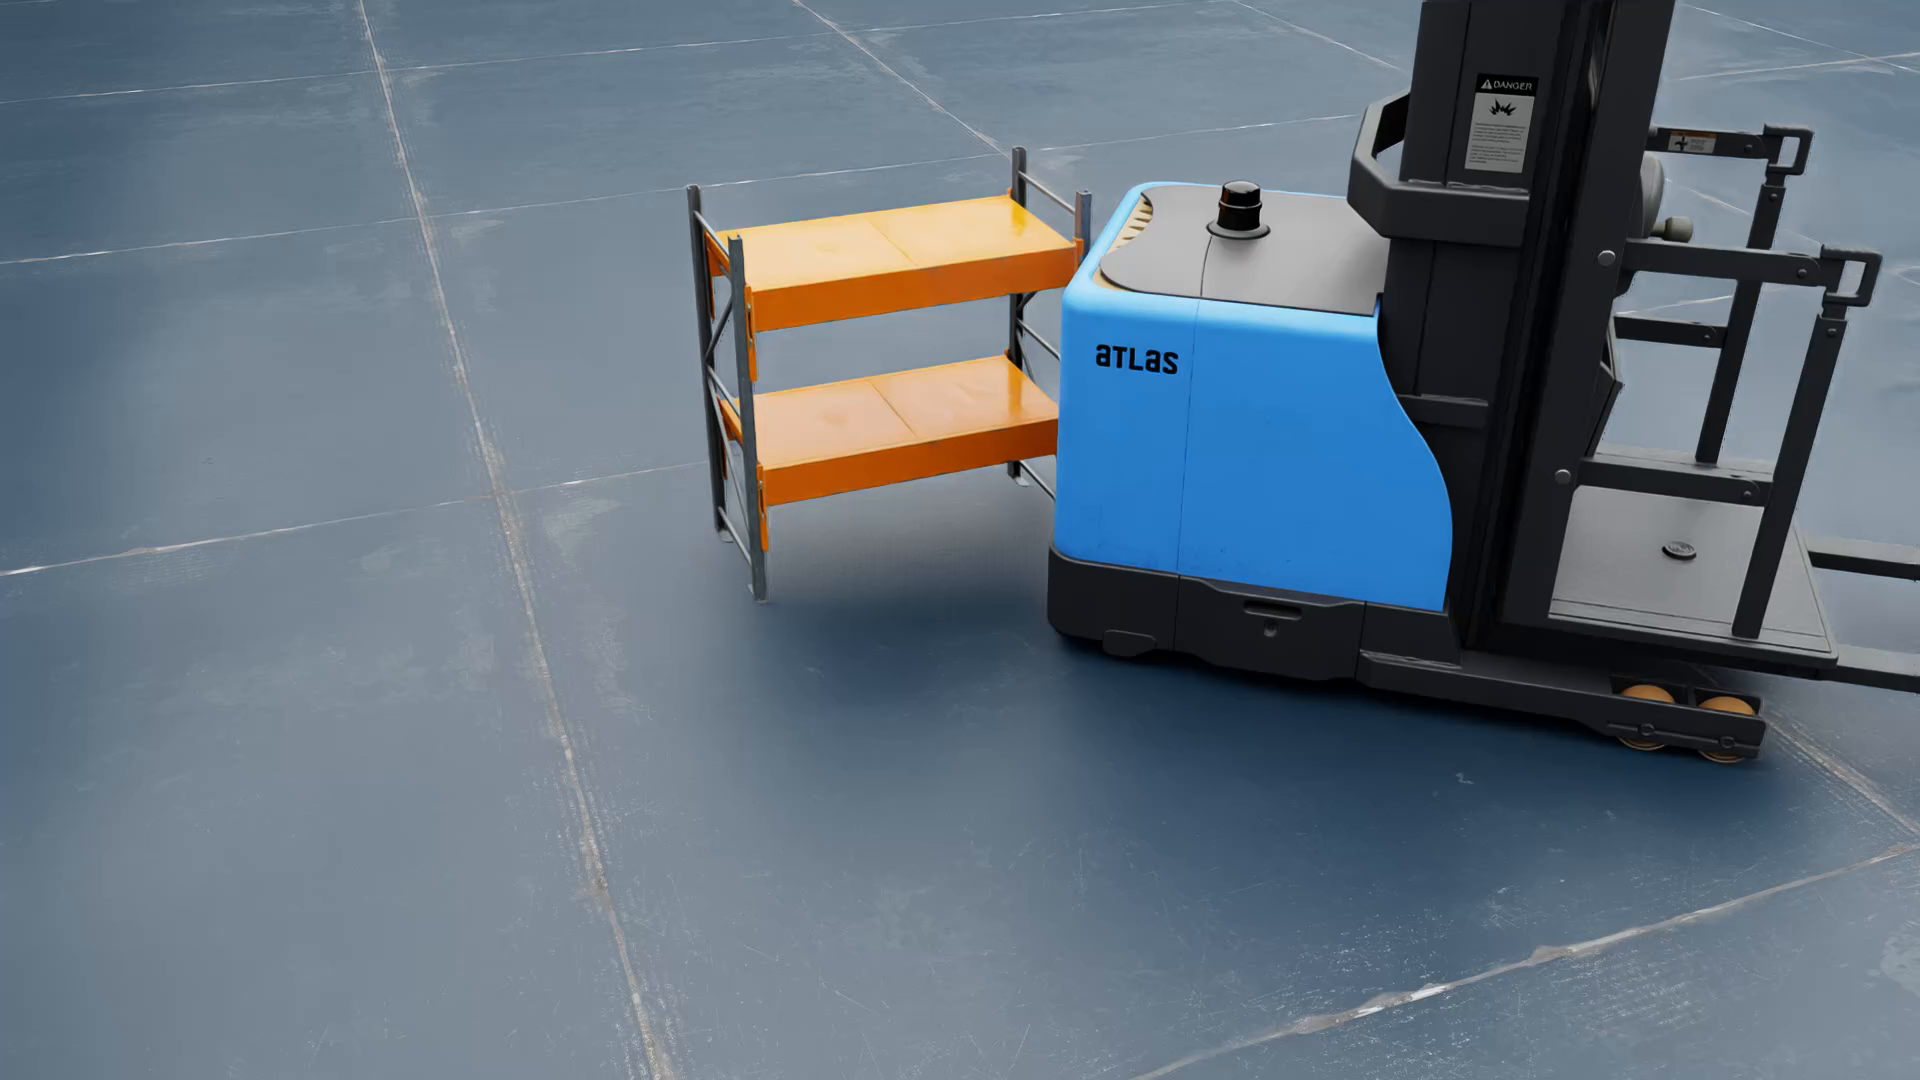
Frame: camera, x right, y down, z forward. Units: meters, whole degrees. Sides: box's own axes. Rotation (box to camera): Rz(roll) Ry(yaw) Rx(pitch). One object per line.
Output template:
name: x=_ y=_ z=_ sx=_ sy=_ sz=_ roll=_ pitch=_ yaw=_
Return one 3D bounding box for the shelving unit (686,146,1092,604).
shelving unit: x=-0.205 y=-0.510 z=5.009 sx=1.048 sy=1.125 sz=0.538 roll=-11 pitch=32 yaw=-19

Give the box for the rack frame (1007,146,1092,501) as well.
rack frame: x=0.266 y=-0.603 z=5.173 sx=0.032 sy=1.125 sz=0.500 roll=-11 pitch=32 yaw=-19

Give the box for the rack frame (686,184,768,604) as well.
rack frame: x=-0.677 y=-0.416 z=4.844 sx=0.032 sy=1.125 sz=0.500 roll=-11 pitch=32 yaw=-19

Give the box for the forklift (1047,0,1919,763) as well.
forklift: x=1.822 y=-0.997 z=4.040 sx=3.031 sy=2.935 sz=1.130 roll=8 pitch=31 yaw=14

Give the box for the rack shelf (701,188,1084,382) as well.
rack shelf: x=-0.205 y=-0.764 z=4.864 sx=1.000 sy=0.278 sz=0.538 roll=-11 pitch=32 yaw=-19

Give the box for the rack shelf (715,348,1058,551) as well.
rack shelf: x=-0.205 y=-0.297 z=5.130 sx=1.000 sy=0.278 sz=0.538 roll=-11 pitch=32 yaw=-19
